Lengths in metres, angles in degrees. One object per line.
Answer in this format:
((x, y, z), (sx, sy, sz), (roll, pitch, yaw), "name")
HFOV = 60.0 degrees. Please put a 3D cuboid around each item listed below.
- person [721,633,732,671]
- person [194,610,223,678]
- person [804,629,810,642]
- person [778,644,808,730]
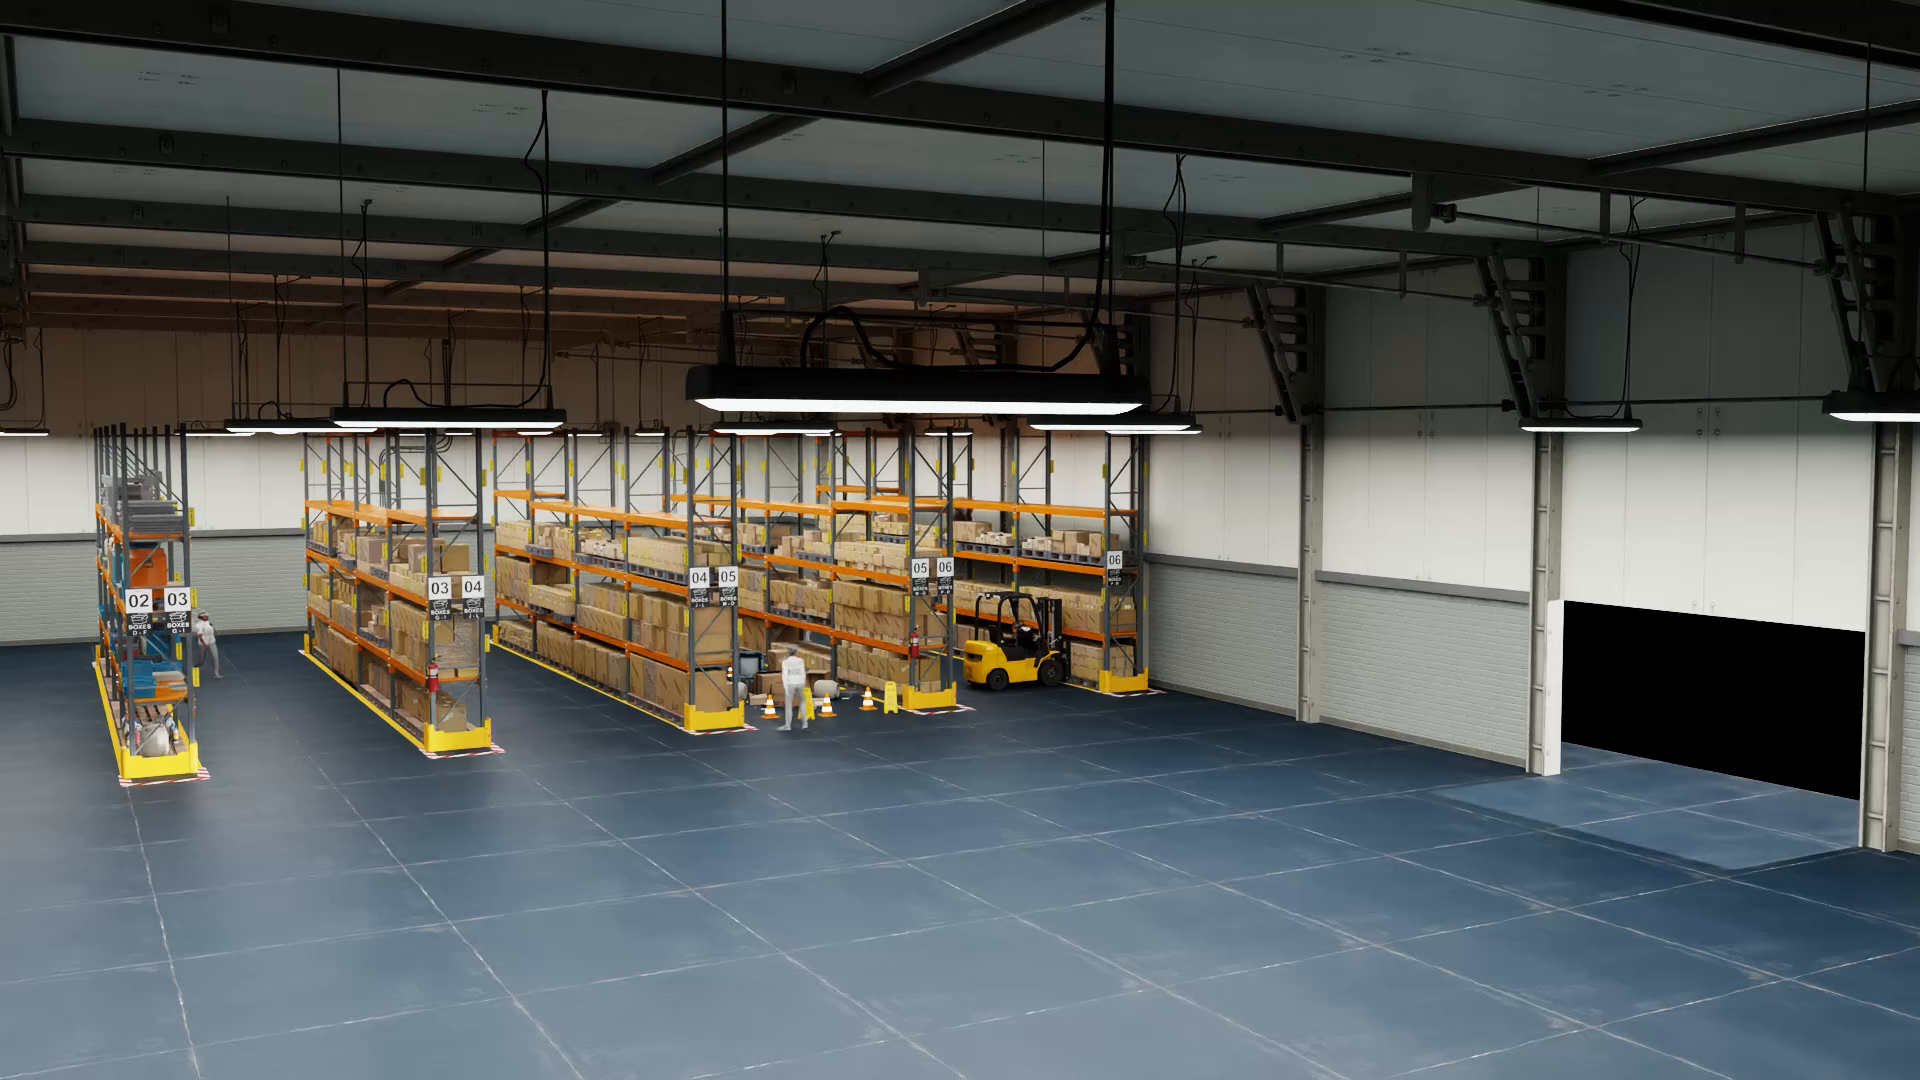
((-5.718, 2.373, 41.088), (0.612, 1.732, 0.379), (2, 4, 25), "person")
((-18.058, 2.486, 39.827), (0.845, 1.628, 0.456), (3, 5, 43), "person")
((-4.372, 2.037, 46.312), (0.569, 1.763, 0.897), (0, 3, 5), "person")
((-3.278, 2.899, 32.659), (0.572, 1.689, 0.382), (-1, 4, -17), "person")
